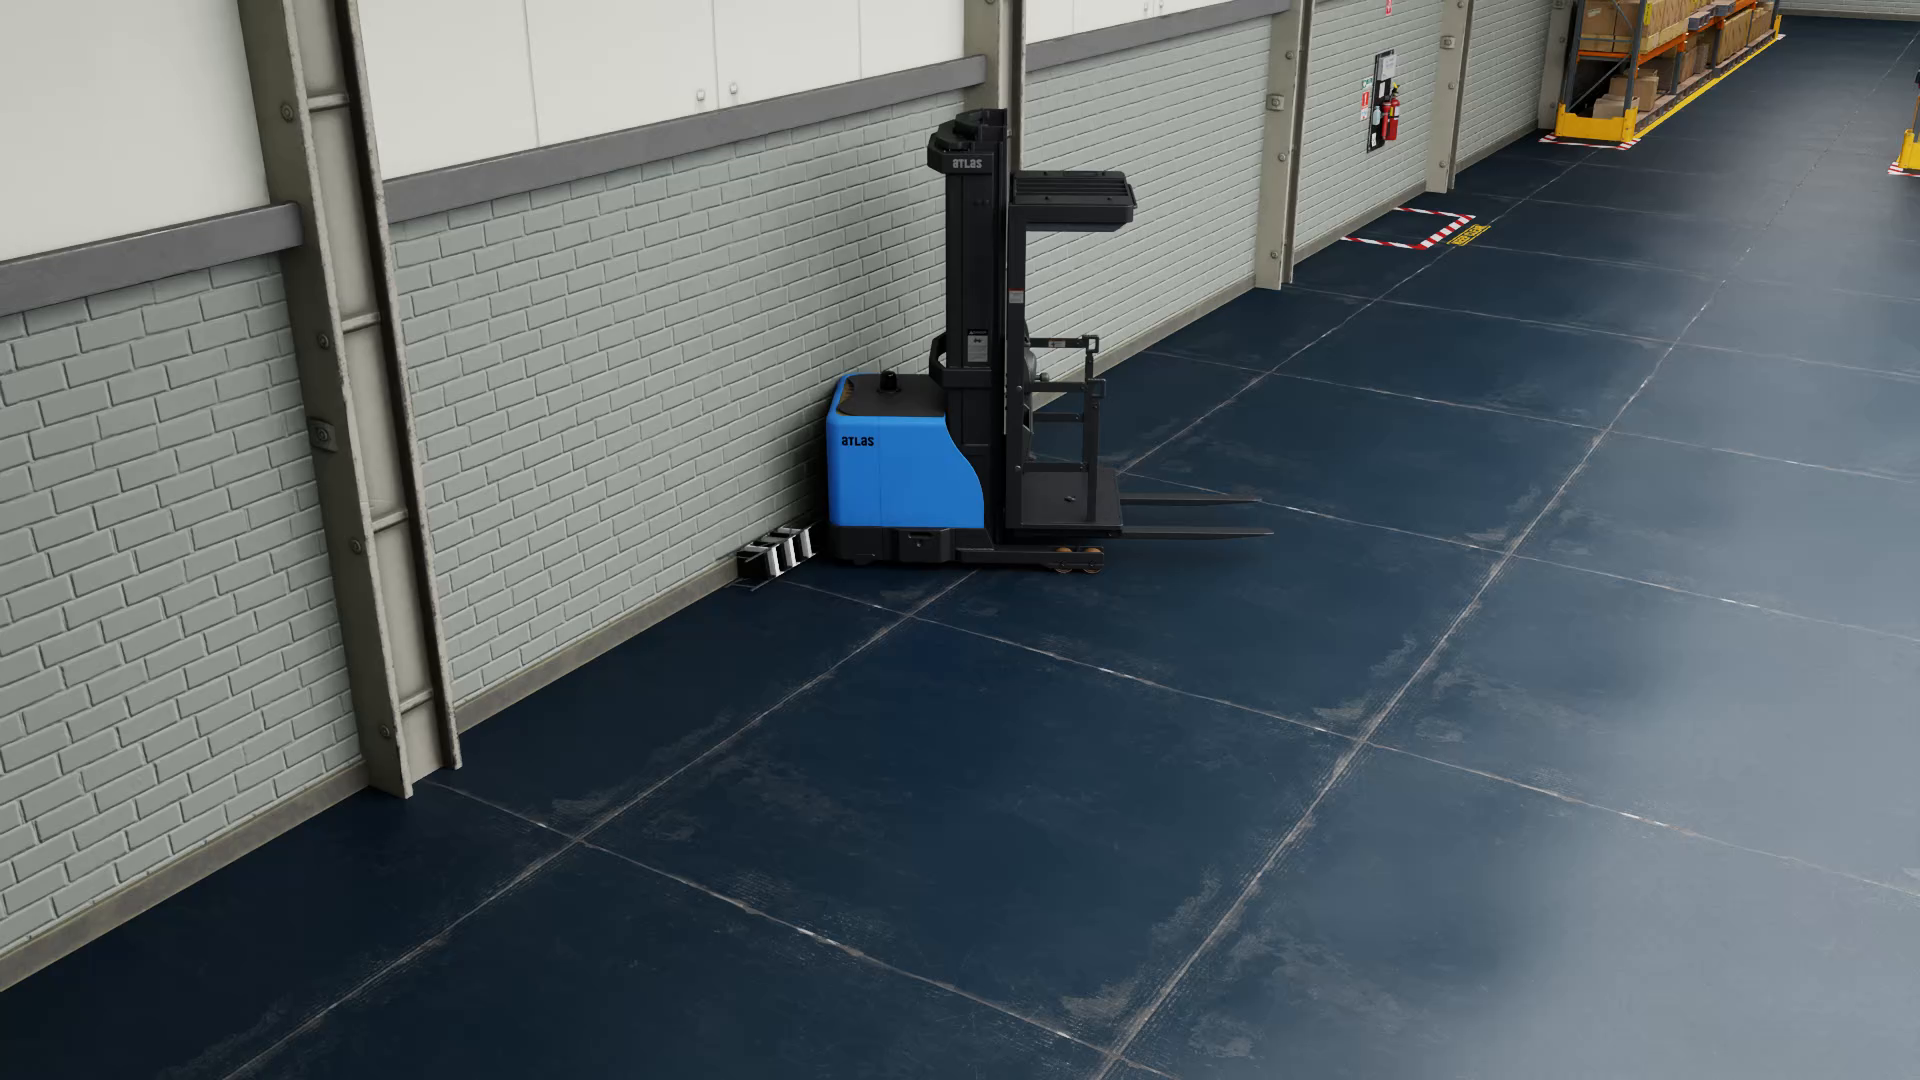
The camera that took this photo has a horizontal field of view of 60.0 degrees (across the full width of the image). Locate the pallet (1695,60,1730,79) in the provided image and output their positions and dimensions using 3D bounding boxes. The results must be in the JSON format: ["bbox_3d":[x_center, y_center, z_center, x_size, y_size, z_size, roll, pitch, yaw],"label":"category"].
[{"bbox_3d":[14.817,-9.482,33.388,1.003,0.211,1.213,14,27,29],"label":"pallet"}]

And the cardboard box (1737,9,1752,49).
[{"bbox_3d":[16.215,-10.821,35.149,0.750,0.750,0.750,14,27,30],"label":"cardboard box"}]

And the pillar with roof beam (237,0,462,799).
[{"bbox_3d":[0.749,-1.980,4.996,9.100,9.000,0.400,14,27,29],"label":"pillar with roof beam"}]

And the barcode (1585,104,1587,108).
[{"bbox_3d":[10.228,-7.088,27.167,0.001,0.075,0.075,14,27,29],"label":"barcode"}]

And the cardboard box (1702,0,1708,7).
[{"bbox_3d":[13.460,-10.174,30.795,0.700,0.500,0.500,14,27,29],"label":"cardboard box"}]

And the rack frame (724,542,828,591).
[{"bbox_3d":[-1.227,0.173,11.292,0.240,0.006,0.900,5,23,32],"label":"rack frame"}]

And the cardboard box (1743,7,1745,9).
[{"bbox_3d":[17.232,-11.781,36.989,0.380,0.149,0.250,14,27,29],"label":"cardboard box"}]

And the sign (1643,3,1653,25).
[{"bbox_3d":[10.578,-8.095,25.584,0.100,0.325,0.005,14,27,29],"label":"sign"}]

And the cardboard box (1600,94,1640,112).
[{"bbox_3d":[10.859,-7.187,27.406,0.500,0.311,0.500,16,28,33],"label":"cardboard box"}]

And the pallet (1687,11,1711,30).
[{"bbox_3d":[12.754,-9.301,29.701,1.003,0.211,1.213,14,27,29],"label":"pallet"}]

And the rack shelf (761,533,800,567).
[{"bbox_3d":[-1.222,0.066,11.285,0.258,0.200,0.077,5,23,32],"label":"rack shelf"}]

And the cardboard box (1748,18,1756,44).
[{"bbox_3d":[16.929,-11.138,36.321,0.700,0.500,0.500,14,27,30],"label":"cardboard box"}]

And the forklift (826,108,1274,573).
[{"bbox_3d":[0.630,-1.336,11.148,3.031,2.935,1.130,1,23,2],"label":"forklift"}]

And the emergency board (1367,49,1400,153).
[{"bbox_3d":[5.251,-5.378,20.397,0.194,1.169,0.643,14,27,29],"label":"emergency board"}]

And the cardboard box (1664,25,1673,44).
[{"bbox_3d":[11.449,-8.369,27.471,0.500,0.250,0.500,14,27,29],"label":"cardboard box"}]

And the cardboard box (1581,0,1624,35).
[{"bbox_3d":[10.185,-8.300,26.366,0.500,0.500,0.500,14,27,28],"label":"cardboard box"}]

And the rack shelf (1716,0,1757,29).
[{"bbox_3d":[15.392,-10.857,33.958,1.077,0.370,4.000,14,27,29],"label":"rack shelf"}]

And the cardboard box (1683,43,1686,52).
[{"bbox_3d":[13.102,-9.138,30.732,0.500,0.250,0.500,13,27,27],"label":"cardboard box"}]

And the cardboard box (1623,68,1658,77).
[{"bbox_3d":[11.714,-7.858,28.718,0.500,0.500,0.500,12,26,25],"label":"cardboard box"}]

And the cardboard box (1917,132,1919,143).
[{"bbox_3d":[14.360,-5.949,24.648,0.500,0.250,0.500,14,27,29],"label":"cardboard box"}]

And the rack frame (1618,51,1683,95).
[{"bbox_3d":[12.227,-9.162,29.137,1.000,3.000,0.127,14,27,29],"label":"rack frame"}]

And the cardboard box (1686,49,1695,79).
[{"bbox_3d":[13.393,-8.989,31.332,0.700,0.500,0.500,14,27,29],"label":"cardboard box"}]

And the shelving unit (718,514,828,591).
[{"bbox_3d":[-1.239,0.077,11.259,0.258,0.210,0.900,5,23,32],"label":"shelving unit"}]

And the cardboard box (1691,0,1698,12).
[{"bbox_3d":[12.826,-9.761,29.843,0.700,0.500,0.500,17,29,34],"label":"cardboard box"}]

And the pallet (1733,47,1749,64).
[{"bbox_3d":[16.104,-10.306,35.290,1.003,0.211,1.213,14,27,29],"label":"pallet"}]

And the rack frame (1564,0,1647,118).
[{"bbox_3d":[10.117,-7.812,26.019,1.000,3.000,0.127,14,27,29],"label":"rack frame"}]

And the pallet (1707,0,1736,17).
[{"bbox_3d":[14.052,-10.161,31.687,1.213,0.211,1.003,14,27,29],"label":"pallet"}]

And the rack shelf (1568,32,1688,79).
[{"bbox_3d":[11.172,-8.157,27.721,1.077,0.370,4.000,14,27,29],"label":"rack shelf"}]

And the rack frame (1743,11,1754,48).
[{"bbox_3d":[16.447,-11.862,35.375,1.000,3.000,0.127,14,27,29],"label":"rack frame"}]

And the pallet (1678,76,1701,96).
[{"bbox_3d":[13.279,-8.558,31.254,1.003,0.211,1.213,14,27,29],"label":"pallet"}]

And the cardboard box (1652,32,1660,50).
[{"bbox_3d":[10.906,-8.028,26.683,0.500,0.250,0.500,13,27,27],"label":"cardboard box"}]

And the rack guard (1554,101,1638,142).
[{"bbox_3d":[10.157,-6.690,26.575,1.175,0.500,0.348,14,27,29],"label":"rack guard"}]

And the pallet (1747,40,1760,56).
[{"bbox_3d":[16.915,-10.822,36.484,1.003,0.211,1.213,14,27,29],"label":"pallet"}]

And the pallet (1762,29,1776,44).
[{"bbox_3d":[18.202,-11.646,38.386,1.003,0.211,1.213,14,27,29],"label":"pallet"}]

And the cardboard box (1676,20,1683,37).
[{"bbox_3d":[11.965,-8.712,28.263,0.500,0.250,0.500,14,27,29],"label":"cardboard box"}]

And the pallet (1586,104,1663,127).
[{"bbox_3d":[11.260,-7.235,28.196,1.003,0.211,1.213,14,27,29],"label":"pallet"}]

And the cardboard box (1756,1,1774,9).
[{"bbox_3d":[18.360,-12.216,37.995,0.380,0.149,0.250,14,27,28],"label":"cardboard box"}]

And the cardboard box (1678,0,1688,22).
[{"bbox_3d":[11.982,-9.052,28.104,0.500,0.500,0.500,14,27,29],"label":"cardboard box"}]

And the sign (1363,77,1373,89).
[{"bbox_3d":[4.881,-5.472,19.903,0.001,0.109,0.331,14,27,29],"label":"sign"}]

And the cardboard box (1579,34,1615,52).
[{"bbox_3d":[10.199,-7.950,26.503,0.500,0.250,0.500,14,27,30],"label":"cardboard box"}]

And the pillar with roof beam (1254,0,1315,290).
[{"bbox_3d":[7.079,-6.030,14.352,9.100,9.000,0.400,14,27,29],"label":"pillar with roof beam"}]

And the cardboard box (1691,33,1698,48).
[{"bbox_3d":[13.648,-9.477,31.516,0.500,0.250,0.500,14,27,30],"label":"cardboard box"}]

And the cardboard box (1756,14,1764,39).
[{"bbox_3d":[17.469,-11.480,37.110,0.700,0.500,0.500,15,27,30],"label":"cardboard box"}]

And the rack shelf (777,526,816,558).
[{"bbox_3d":[-1.127,0.005,11.426,0.258,0.200,0.077,5,23,32],"label":"rack shelf"}]

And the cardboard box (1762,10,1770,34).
[{"bbox_3d":[18.009,-11.831,37.922,0.700,0.500,0.500,14,27,29],"label":"cardboard box"}]

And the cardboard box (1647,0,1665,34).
[{"bbox_3d":[10.894,-8.359,26.503,0.500,0.500,0.500,14,27,29],"label":"cardboard box"}]

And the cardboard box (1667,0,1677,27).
[{"bbox_3d":[11.434,-8.709,27.311,0.500,0.500,0.500,15,27,31],"label":"cardboard box"}]

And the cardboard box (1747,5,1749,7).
[{"bbox_3d":[17.502,-11.954,37.388,0.380,0.149,0.250,14,27,29],"label":"cardboard box"}]

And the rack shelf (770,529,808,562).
[{"bbox_3d":[-1.174,0.036,11.355,0.258,0.200,0.077,5,23,32],"label":"rack shelf"}]

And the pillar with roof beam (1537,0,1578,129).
[{"bbox_3d":[13.409,-10.080,23.708,9.100,9.000,0.400,14,27,29],"label":"pillar with roof beam"}]

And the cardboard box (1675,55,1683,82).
[{"bbox_3d":[12.831,-8.653,30.556,0.700,0.500,0.500,13,27,28],"label":"cardboard box"}]

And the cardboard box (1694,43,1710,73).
[{"bbox_3d":[14.002,-9.313,32.079,0.700,0.500,0.500,14,27,30],"label":"cardboard box"}]

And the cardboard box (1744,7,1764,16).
[{"bbox_3d":[17.540,-11.690,36.778,0.380,0.149,0.250,13,27,27],"label":"cardboard box"}]

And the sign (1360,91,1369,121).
[{"bbox_3d":[4.872,-5.229,20.009,0.001,0.329,0.234,14,27,29],"label":"sign"}]

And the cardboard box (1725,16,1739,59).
[{"bbox_3d":[15.304,-10.233,33.789,0.750,0.750,0.750,14,27,29],"label":"cardboard box"}]
